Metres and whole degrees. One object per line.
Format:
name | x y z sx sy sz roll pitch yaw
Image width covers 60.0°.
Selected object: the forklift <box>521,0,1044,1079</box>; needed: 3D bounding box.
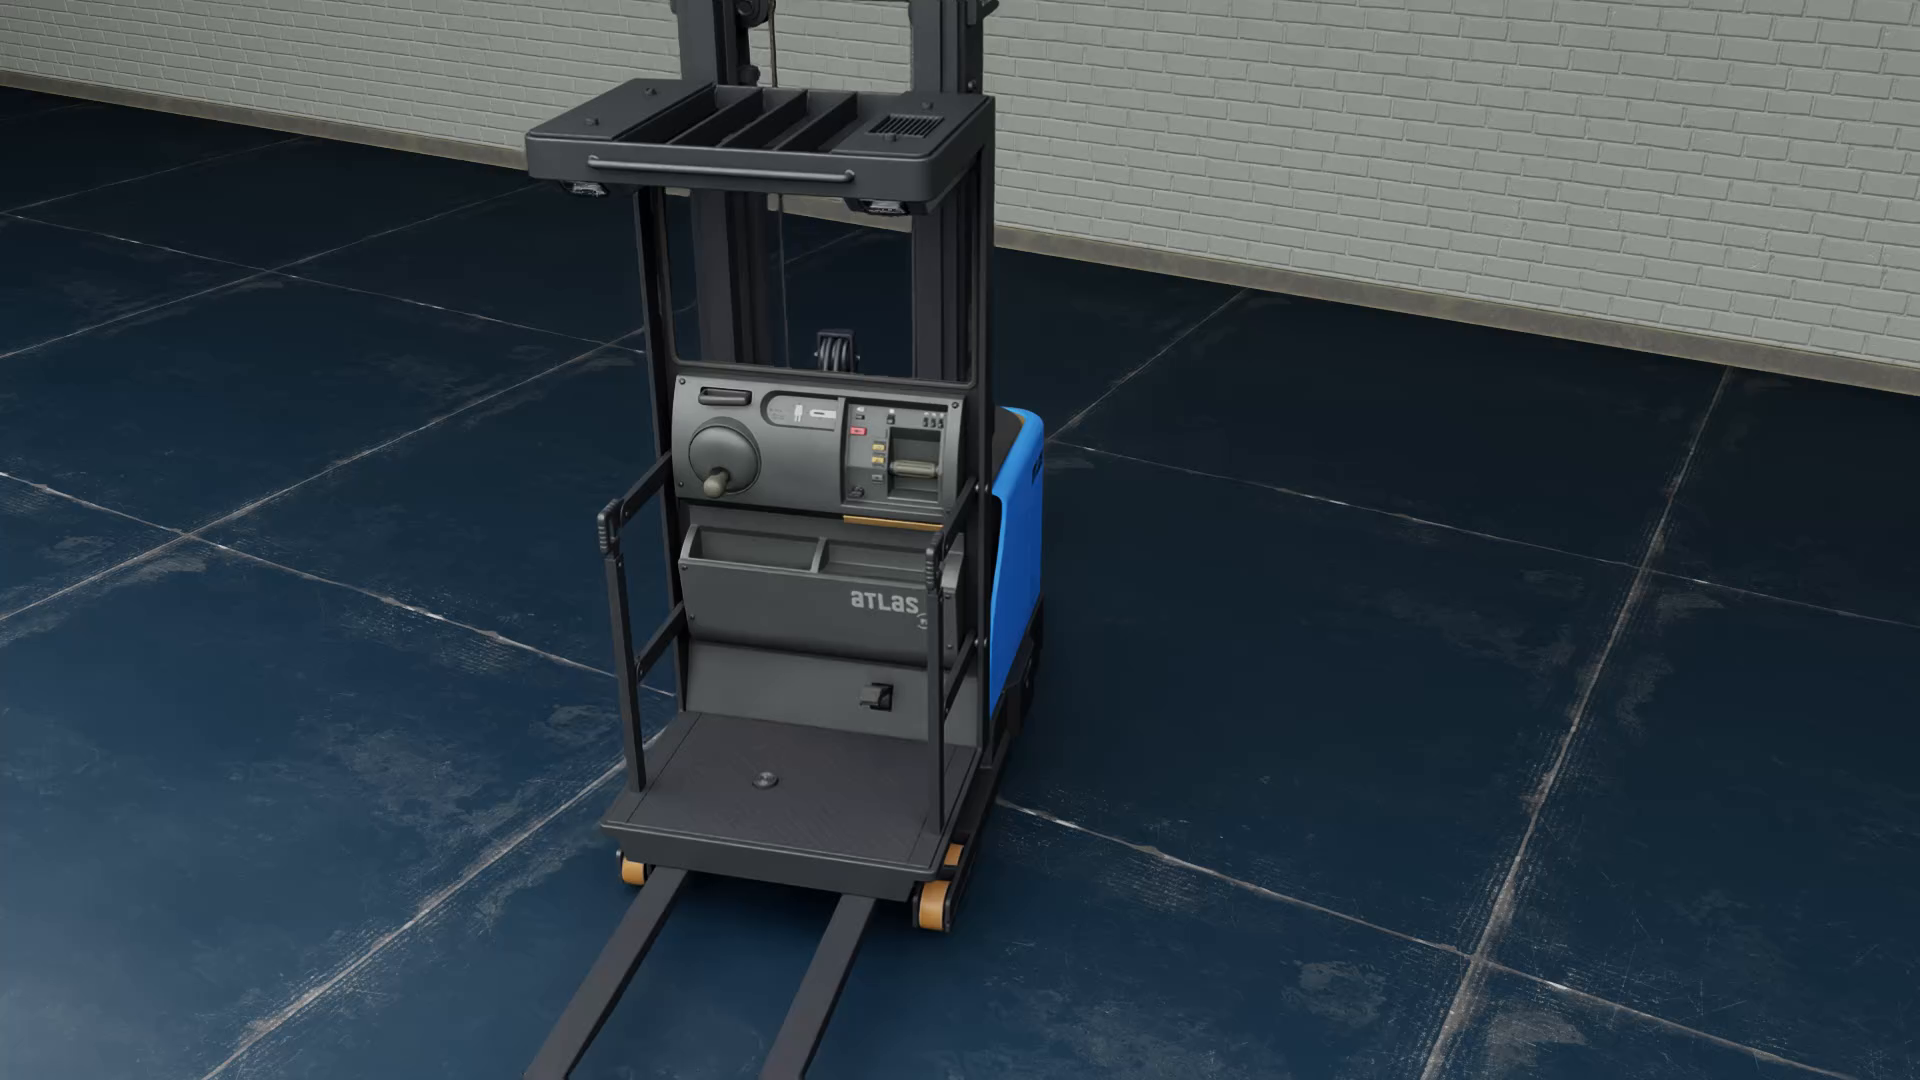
forklift | -0.496 -0.257 4.989 1.130 2.935 3.031 6 27 12
